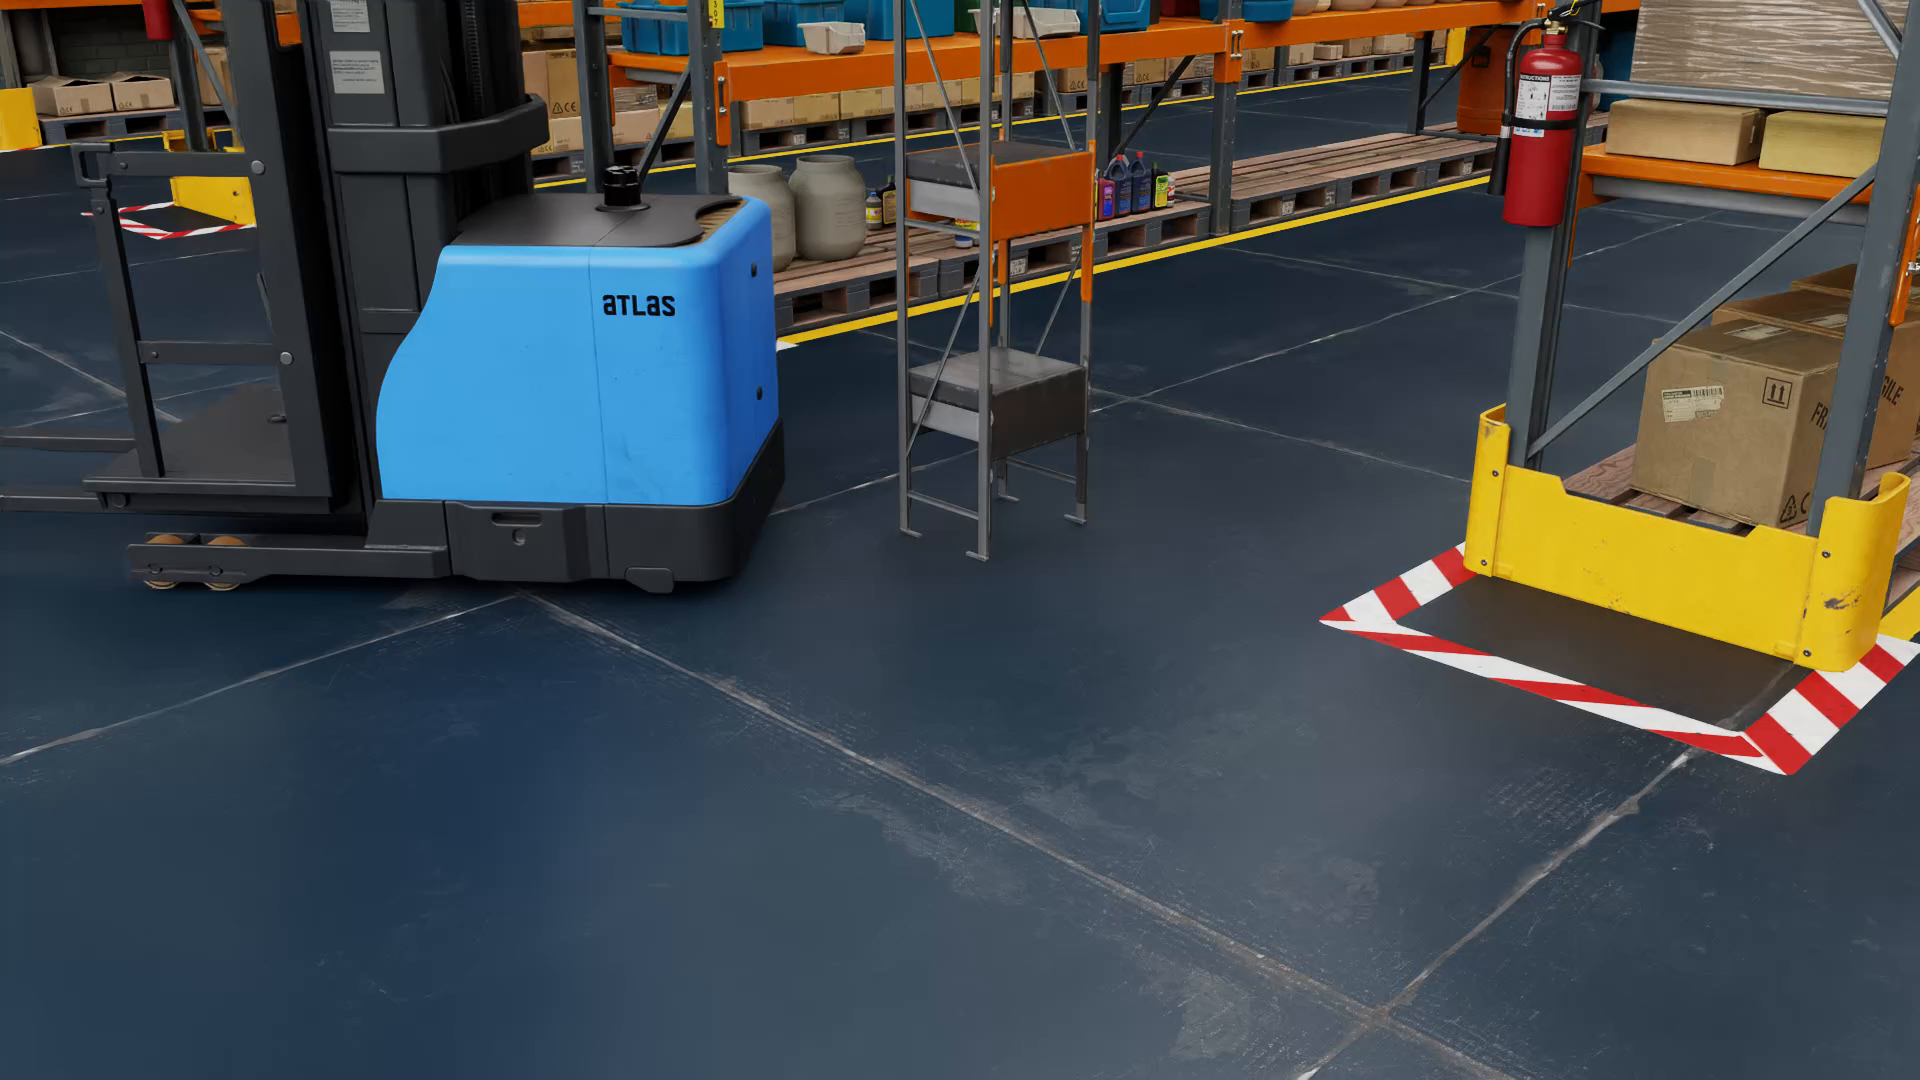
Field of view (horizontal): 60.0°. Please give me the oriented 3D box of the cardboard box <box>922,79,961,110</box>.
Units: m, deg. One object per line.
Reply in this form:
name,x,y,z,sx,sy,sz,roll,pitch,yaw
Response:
cardboard box,-0.336,-4.185,15.528,0.500,0.250,0.500,-19,28,-41

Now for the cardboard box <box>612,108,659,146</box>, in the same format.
cardboard box,-2.747,-3.315,13.264,0.500,0.250,0.500,19,28,41

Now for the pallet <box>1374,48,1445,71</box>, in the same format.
pallet,5.539,-6.260,21.568,1.003,0.211,1.213,19,28,41

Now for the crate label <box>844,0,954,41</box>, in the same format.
crate label,-0.378,-2.990,9.124,0.502,0.435,0.616,19,28,41

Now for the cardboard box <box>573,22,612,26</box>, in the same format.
cardboard box,-4.248,-5.895,18.557,0.500,0.250,0.500,19,28,40

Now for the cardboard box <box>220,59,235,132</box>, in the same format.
cardboard box,-4.854,-3.149,11.787,0.500,0.500,0.500,19,28,41

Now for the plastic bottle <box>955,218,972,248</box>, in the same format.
plastic bottle,0.020,-1.753,9.144,0.097,0.271,0.097,0,21,0

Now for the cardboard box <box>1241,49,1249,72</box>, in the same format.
cardboard box,2.867,-5.473,18.505,0.500,0.500,0.500,19,28,41

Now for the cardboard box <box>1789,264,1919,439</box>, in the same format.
cardboard box,3.371,-0.697,6.107,0.500,0.500,0.500,-17,27,-37

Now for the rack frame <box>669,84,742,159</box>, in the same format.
rack frame,-2.224,-4.702,13.627,1.000,3.000,0.127,19,28,41

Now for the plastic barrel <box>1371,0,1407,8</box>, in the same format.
plastic barrel,2.960,-4.016,11.652,0.433,0.535,0.433,0,21,0

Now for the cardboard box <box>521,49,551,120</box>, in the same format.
cardboard box,-3.433,-3.403,12.450,0.500,0.500,0.500,19,28,41

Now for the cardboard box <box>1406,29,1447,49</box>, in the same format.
cardboard box,5.944,-6.624,21.498,0.500,0.500,0.500,19,28,41

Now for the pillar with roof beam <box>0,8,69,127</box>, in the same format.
pillar with roof beam,-5.613,-7.032,11.327,9.100,9.000,0.400,19,28,41

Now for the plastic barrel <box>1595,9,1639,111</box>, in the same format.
plastic barrel,6.017,-4.417,15.224,0.600,0.901,0.708,19,28,41

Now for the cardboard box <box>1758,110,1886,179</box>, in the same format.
cardboard box,2.450,-1.090,4.579,0.380,0.149,0.250,19,28,41

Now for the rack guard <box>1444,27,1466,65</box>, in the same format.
rack guard,6.094,-6.600,22.050,1.175,0.500,0.348,19,28,41

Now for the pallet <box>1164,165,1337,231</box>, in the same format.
pallet,1.842,-2.371,11.450,1.003,0.211,1.213,19,28,41

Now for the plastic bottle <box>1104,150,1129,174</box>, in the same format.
plastic bottle,0.976,-2.229,10.271,0.144,0.351,0.185,19,28,41

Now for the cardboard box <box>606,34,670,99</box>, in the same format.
cardboard box,-2.772,-3.924,13.804,0.500,0.500,0.500,19,28,41

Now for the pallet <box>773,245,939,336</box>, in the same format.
pallet,-0.878,-1.370,8.845,1.003,0.211,1.213,19,28,41

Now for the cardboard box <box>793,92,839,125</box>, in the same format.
cardboard box,-1.408,-3.787,14.494,0.500,0.250,0.500,-19,28,-41

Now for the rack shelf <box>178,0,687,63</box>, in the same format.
rack shelf,-3.619,-3.852,12.418,1.077,0.370,4.000,19,28,41

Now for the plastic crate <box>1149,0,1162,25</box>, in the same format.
plastic crate,0.866,-3.330,10.143,0.767,0.338,0.504,19,28,41

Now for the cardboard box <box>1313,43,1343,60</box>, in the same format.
cardboard box,4.401,-5.920,20.131,0.380,0.166,0.250,19,28,41

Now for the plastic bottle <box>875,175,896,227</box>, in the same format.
plastic bottle,-0.433,-1.987,9.736,0.133,0.283,0.061,-19,28,-41

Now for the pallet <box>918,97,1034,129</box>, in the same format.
pallet,-0.036,-4.227,16.277,1.003,0.211,1.213,19,28,41

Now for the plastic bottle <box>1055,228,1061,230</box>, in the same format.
plastic bottle,0.541,-1.912,9.656,0.097,0.201,0.097,0,21,0

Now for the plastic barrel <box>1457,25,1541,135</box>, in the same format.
plastic barrel,4.442,-3.803,13.726,0.600,0.830,0.708,19,28,41

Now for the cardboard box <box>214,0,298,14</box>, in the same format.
cardboard box,-4.680,-3.837,11.238,0.700,0.500,0.500,19,28,41

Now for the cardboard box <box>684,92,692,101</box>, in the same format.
cardboard box,-2.143,-3.794,14.511,0.500,0.250,0.500,19,28,40

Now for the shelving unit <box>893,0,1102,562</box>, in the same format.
shelving unit,0.115,-1.023,5.309,0.431,2.100,0.503,19,28,41

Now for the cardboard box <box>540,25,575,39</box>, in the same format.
cardboard box,-4.565,-5.439,18.416,0.700,0.500,0.500,20,28,41

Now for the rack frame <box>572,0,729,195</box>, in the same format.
rack frame,-1.468,-2.433,7.724,1.000,3.000,0.127,19,28,41

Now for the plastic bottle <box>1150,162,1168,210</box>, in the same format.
plastic bottle,1.223,-2.192,10.271,0.133,0.283,0.061,-18,28,-39

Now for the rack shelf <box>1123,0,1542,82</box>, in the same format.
rack shelf,2.717,-3.640,11.865,1.077,0.370,4.000,19,28,41

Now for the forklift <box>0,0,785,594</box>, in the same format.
forklift,-2.163,-1.397,5.124,3.031,2.935,1.130,1,21,4

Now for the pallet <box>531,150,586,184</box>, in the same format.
pallet,-3.660,-2.891,12.803,1.003,0.211,1.213,19,28,41

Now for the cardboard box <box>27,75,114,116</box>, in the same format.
cardboard box,-8.019,-4.018,14.982,0.500,0.311,0.500,15,26,35

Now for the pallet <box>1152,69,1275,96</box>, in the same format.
pallet,2.816,-5.238,18.909,1.003,0.211,1.213,19,28,41

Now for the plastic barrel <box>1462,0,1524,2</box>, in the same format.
plastic barrel,4.006,-4.358,12.542,0.600,0.536,0.708,19,28,41

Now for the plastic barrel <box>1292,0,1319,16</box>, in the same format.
plastic barrel,2.147,-3.716,10.871,0.433,0.535,0.433,0,21,0

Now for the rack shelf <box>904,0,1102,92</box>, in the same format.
rack shelf,0.115,-1.663,5.062,0.431,0.518,0.480,19,28,41

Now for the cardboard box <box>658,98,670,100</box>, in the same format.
cardboard box,-2.765,-3.571,13.932,0.500,0.250,0.500,19,28,41

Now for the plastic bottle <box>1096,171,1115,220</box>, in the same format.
plastic bottle,0.862,-2.059,9.924,0.133,0.283,0.061,-18,27,-39

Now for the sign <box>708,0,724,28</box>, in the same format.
sign,-1.077,-2.423,7.313,0.100,0.325,0.005,19,28,41

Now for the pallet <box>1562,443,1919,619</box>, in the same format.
pallet,2.726,-0.111,5.570,1.003,0.211,1.213,19,28,41

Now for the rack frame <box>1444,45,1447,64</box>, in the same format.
rack frame,6.147,-7.787,21.652,1.000,3.000,0.127,19,28,41

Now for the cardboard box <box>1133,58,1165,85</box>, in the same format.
cardboard box,1.803,-5.078,17.476,0.500,0.500,0.500,19,28,40

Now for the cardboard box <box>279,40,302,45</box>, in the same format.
cardboard box,-6.471,-4.703,16.499,0.500,0.500,0.500,17,27,37

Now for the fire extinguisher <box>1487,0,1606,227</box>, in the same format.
fire extinguisher,1.671,-1.243,4.736,0.296,0.674,0.183,19,28,41

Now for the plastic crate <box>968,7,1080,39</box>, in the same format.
plastic crate,0.371,-2.857,9.195,0.530,0.136,0.437,19,28,41

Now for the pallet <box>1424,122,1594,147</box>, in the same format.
pallet,4.633,-3.401,14.129,1.003,0.211,1.213,19,28,41
